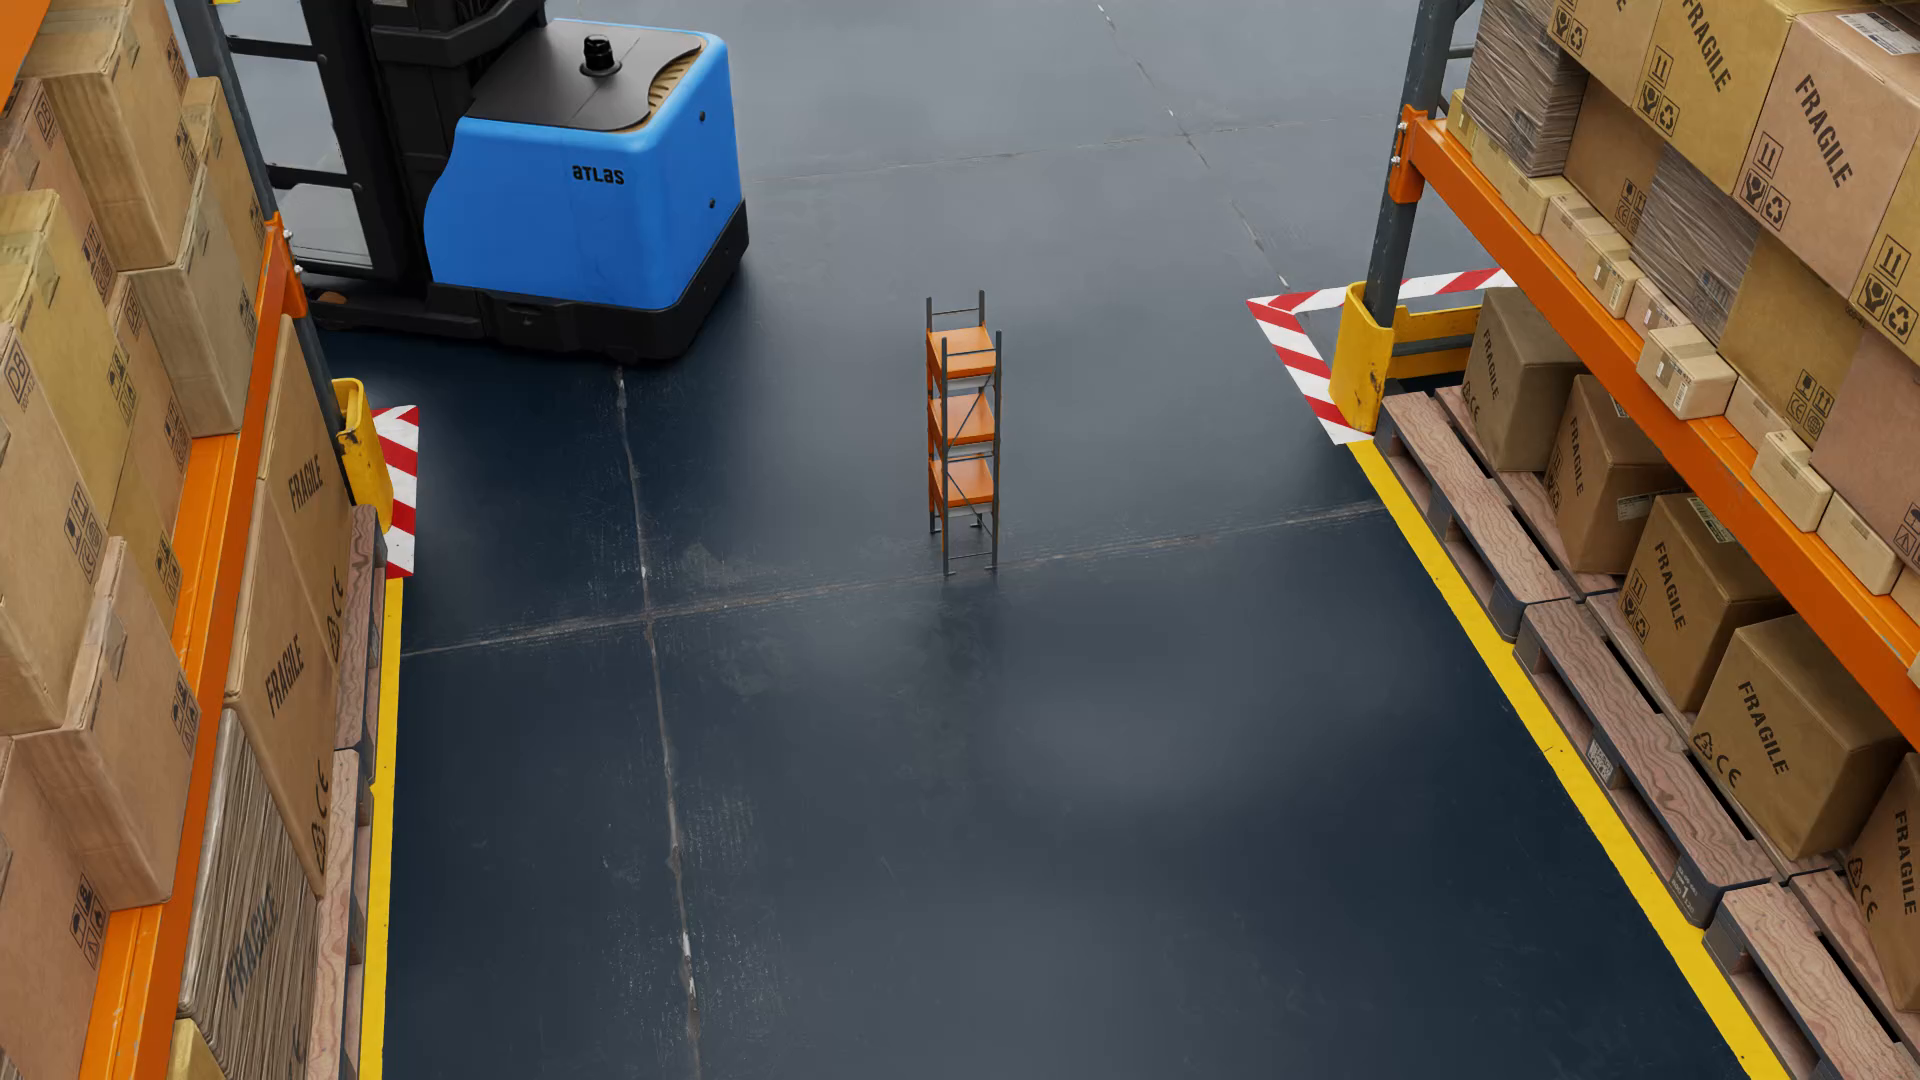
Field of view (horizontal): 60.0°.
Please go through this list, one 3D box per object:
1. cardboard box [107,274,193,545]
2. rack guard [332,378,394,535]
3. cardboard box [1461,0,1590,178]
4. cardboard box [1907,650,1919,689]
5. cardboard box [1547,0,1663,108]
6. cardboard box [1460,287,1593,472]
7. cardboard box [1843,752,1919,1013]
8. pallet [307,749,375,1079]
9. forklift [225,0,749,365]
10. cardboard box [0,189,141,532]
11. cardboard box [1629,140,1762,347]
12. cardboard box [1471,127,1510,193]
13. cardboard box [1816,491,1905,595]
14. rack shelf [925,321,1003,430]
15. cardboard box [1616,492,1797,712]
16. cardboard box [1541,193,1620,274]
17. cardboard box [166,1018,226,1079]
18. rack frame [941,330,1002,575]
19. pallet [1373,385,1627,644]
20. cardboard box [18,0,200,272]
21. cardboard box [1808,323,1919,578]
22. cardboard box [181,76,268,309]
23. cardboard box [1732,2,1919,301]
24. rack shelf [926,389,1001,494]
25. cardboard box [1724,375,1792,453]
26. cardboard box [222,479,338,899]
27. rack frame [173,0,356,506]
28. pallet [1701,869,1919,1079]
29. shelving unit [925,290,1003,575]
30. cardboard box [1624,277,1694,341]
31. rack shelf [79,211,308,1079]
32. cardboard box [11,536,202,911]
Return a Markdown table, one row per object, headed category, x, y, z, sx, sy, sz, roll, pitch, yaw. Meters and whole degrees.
| category | x | y | z | sx | sy | sz | roll | pitch | yaw |
| --- | --- | --- | --- | --- | --- | --- | --- | --- | --- |
| cardboard box | -2.485 | -0.235 | 4.142 | 0.875 | 0.550 | 0.550 | -8 | 42 | -9 |
| rack guard | -2.752 | -0.228 | 6.130 | 1.175 | 0.500 | 0.348 | -8 | 42 | -9 |
| cardboard box | 2.210 | -1.581 | 5.472 | 0.875 | 0.500 | 0.500 | -8 | 42 | -9 |
| cardboard box | 2.445 | 0.317 | 3.823 | 0.380 | 0.149 | 0.250 | -8 | 42 | -9 |
| cardboard box | 2.071 | -1.594 | 4.734 | 0.500 | 0.500 | 0.500 | -8 | 42 | -9 |
| cardboard box | 2.236 | -0.608 | 6.242 | 0.500 | 0.500 | 0.500 | -1 | 42 | -1 |
| cardboard box | 2.803 | 0.943 | 4.495 | 0.500 | 0.500 | 0.500 | 4 | 42 | 4 |
| pallet | -2.238 | 1.192 | 4.748 | 1.003 | 0.211 | 1.213 | -8 | 42 | -9 |
| forklift | -2.547 | -2.345 | 6.684 | 3.031 | 2.935 | 1.130 | 8 | 42 | 9 |
| cardboard box | -2.266 | -0.311 | 3.414 | 0.875 | 0.550 | 0.500 | -8 | 42 | -9 |
| cardboard box | 2.500 | -0.944 | 4.754 | 0.875 | 0.500 | 0.500 | -8 | 42 | -9 |
| cardboard box | 1.982 | -1.315 | 5.661 | 0.380 | 0.149 | 0.250 | -8 | 42 | -9 |
| cardboard box | 2.426 | -0.020 | 4.203 | 0.380 | 0.149 | 0.250 | -8 | 42 | -9 |
| rack shelf | 0.012 | -0.562 | 5.681 | 0.215 | 0.259 | 0.240 | -8 | 42 | -9 |
| cardboard box | 2.515 | 0.183 | 5.350 | 0.500 | 0.500 | 0.500 | -5 | 42 | -5 |
| cardboard box | 2.095 | -0.992 | 5.297 | 0.380 | 0.149 | 0.250 | -8 | 42 | -9 |
| cardboard box | -1.951 | 1.665 | 3.399 | 0.875 | 0.875 | 0.875 | -8 | 42 | -9 |
| rack frame | 0.038 | -0.279 | 5.773 | 0.200 | 1.050 | 0.008 | -8 | 42 | -9 |
| pallet | 2.275 | -0.169 | 6.281 | 1.003 | 0.211 | 1.213 | -8 | 42 | -9 |
| cardboard box | -2.496 | -1.018 | 4.211 | 0.875 | 0.550 | 0.550 | -8 | 42 | -9 |
| cardboard box | 2.665 | -0.288 | 4.015 | 0.875 | 0.500 | 0.500 | -8 | 42 | -9 |
| cardboard box | -2.623 | -0.969 | 4.970 | 0.875 | 0.550 | 0.550 | -8 | 42 | -9 |
| cardboard box | 2.295 | -0.947 | 4.005 | 0.500 | 0.500 | 0.500 | -8 | 42 | -9 |
| rack shelf | 0.012 | -0.350 | 5.869 | 0.215 | 0.259 | 0.240 | -8 | 42 | -9 |
| cardboard box | 2.359 | -0.350 | 4.575 | 0.380 | 0.149 | 0.250 | -8 | 42 | -9 |
| cardboard box | -2.344 | 0.490 | 4.722 | 0.875 | 0.875 | 0.875 | -9 | 42 | -10 |
| rack frame | -2.747 | -1.147 | 5.283 | 1.000 | 3.000 | 0.127 | -8 | 42 | -9 |
| pallet | 2.802 | 1.413 | 4.499 | 1.003 | 0.211 | 1.213 | -8 | 42 | -9 |
| shelving unit | 0.012 | -0.358 | 5.862 | 0.215 | 1.050 | 0.252 | -8 | 42 | -9 |
| cardboard box | 2.223 | -0.670 | 4.935 | 0.380 | 0.149 | 0.250 | -8 | 42 | -9 |
| rack shelf | -2.315 | 0.418 | 4.061 | 1.077 | 0.370 | 4.000 | -8 | 42 | -9 |
| cardboard box | -2.118 | 0.432 | 3.391 | 0.875 | 0.550 | 0.550 | -8 | 42 | -9 |
